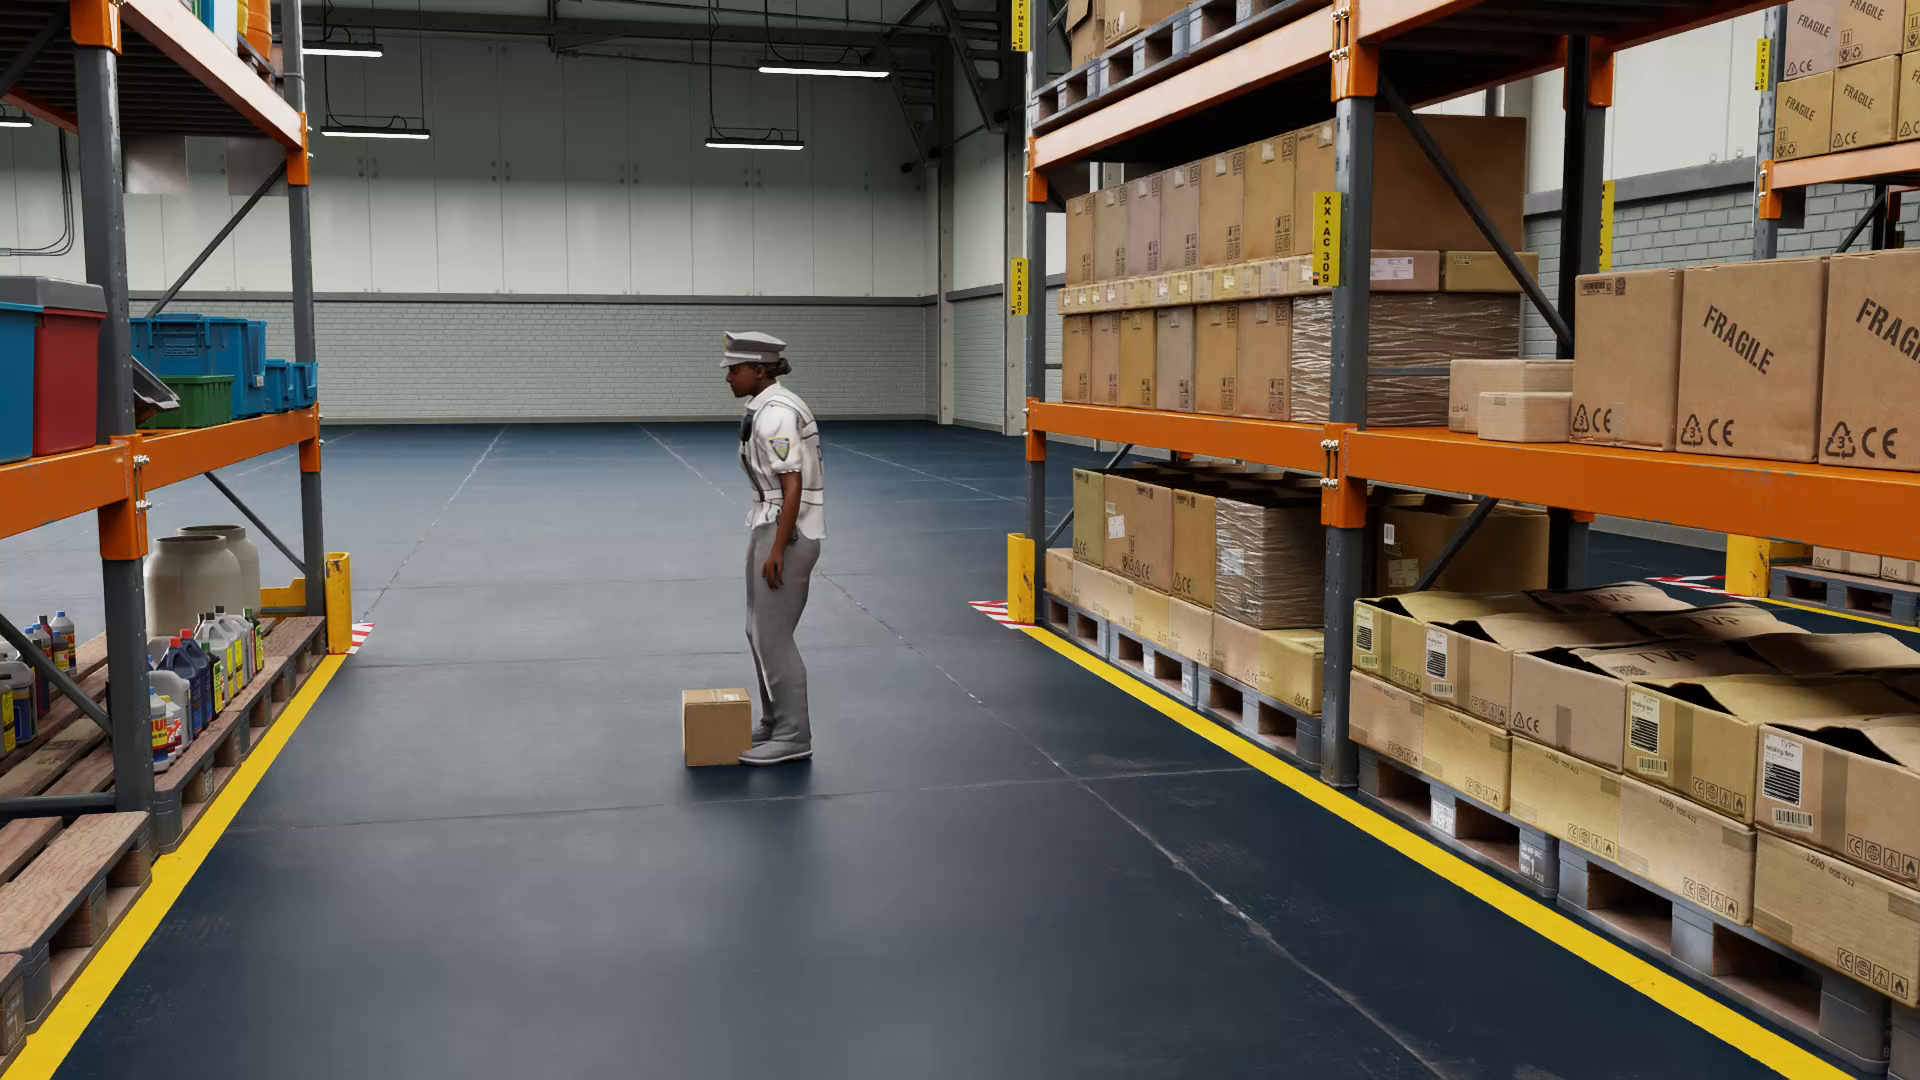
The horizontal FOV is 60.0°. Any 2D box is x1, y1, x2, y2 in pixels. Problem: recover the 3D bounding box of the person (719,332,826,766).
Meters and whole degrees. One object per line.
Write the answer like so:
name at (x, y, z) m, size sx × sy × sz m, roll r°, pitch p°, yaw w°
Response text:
person at (-0.730, 0.023, 6.485) m, size 0.400 × 1.657 × 0.514 m, roll -2°, pitch 6°, yaw -14°
